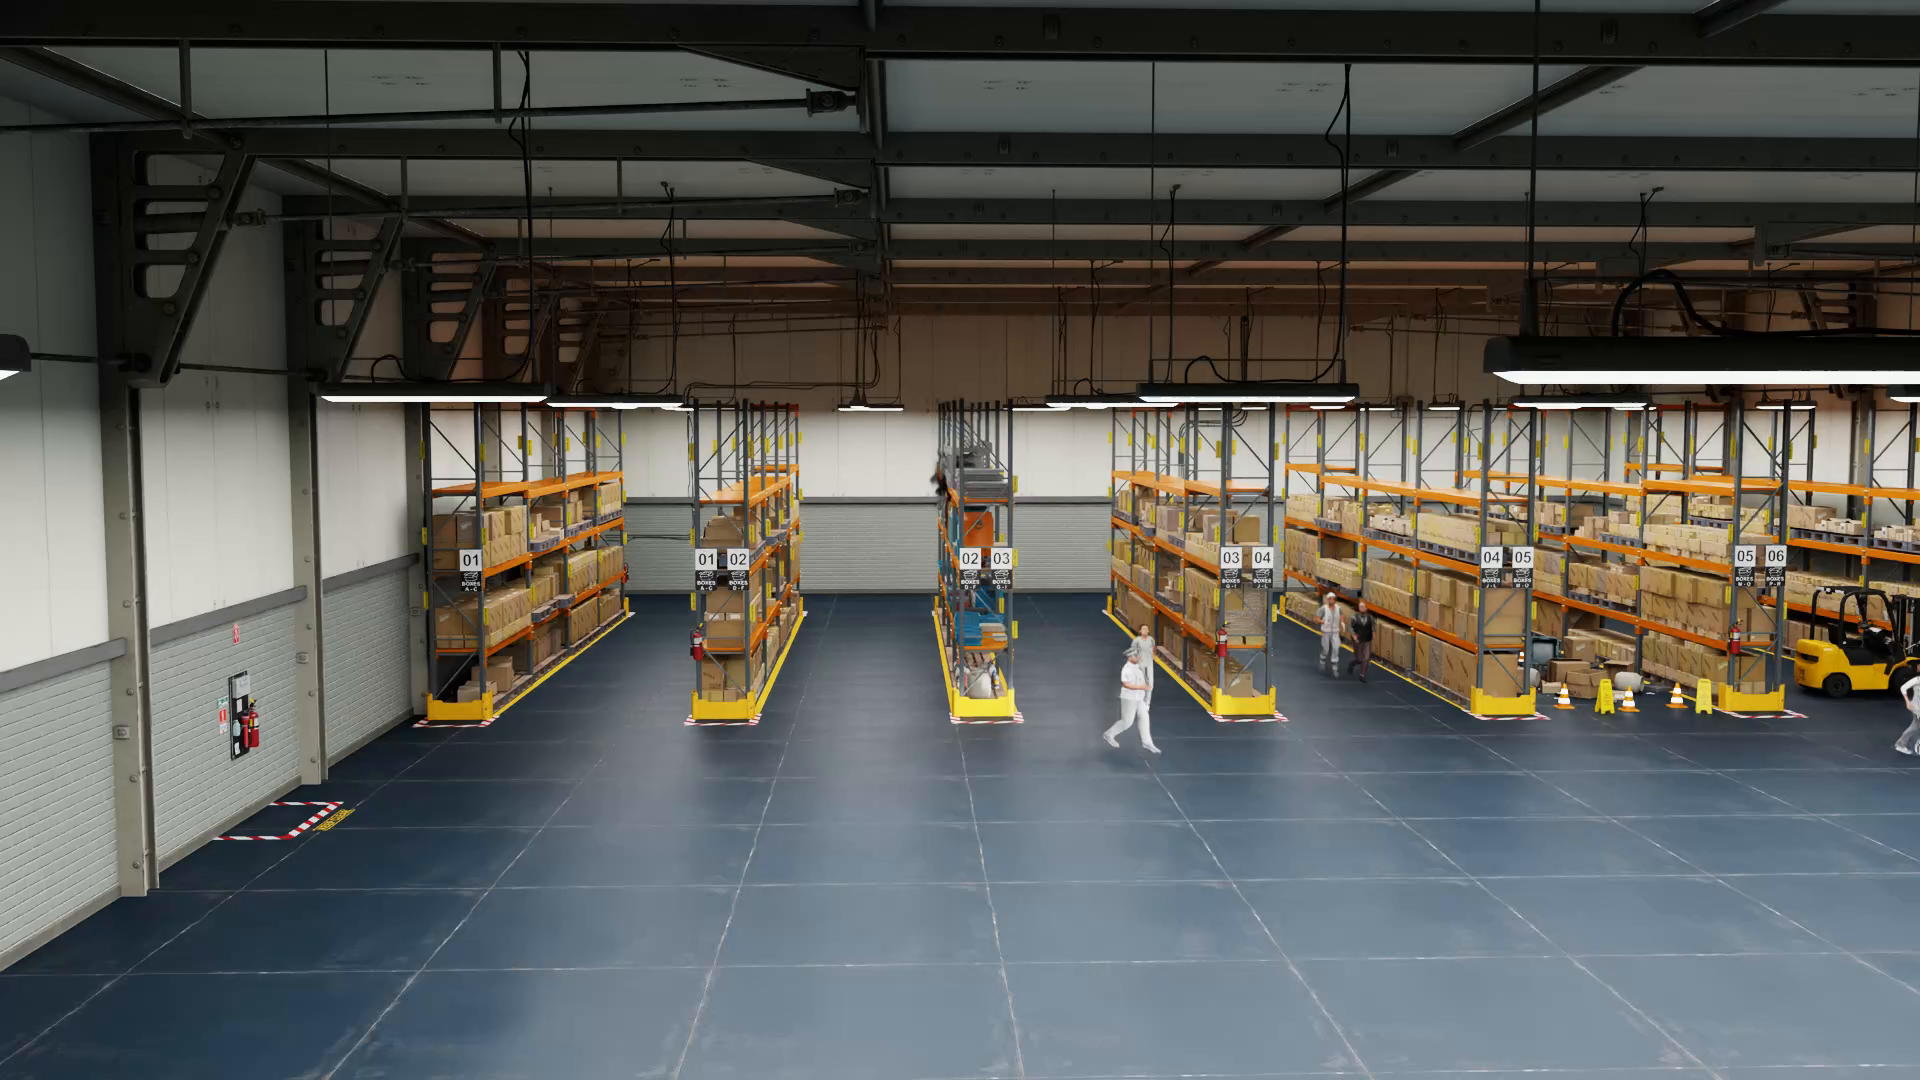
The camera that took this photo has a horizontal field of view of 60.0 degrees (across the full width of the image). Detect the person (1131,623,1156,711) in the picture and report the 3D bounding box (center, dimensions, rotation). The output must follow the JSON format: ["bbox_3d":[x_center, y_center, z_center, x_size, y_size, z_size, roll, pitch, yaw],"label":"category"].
[{"bbox_3d":[3.582,2.452,32.468,0.576,1.670,0.820,-1,4,-14],"label":"person"}]

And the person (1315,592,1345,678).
[{"bbox_3d":[8.125,2.051,36.485,0.682,1.820,0.865,0,4,-4],"label":"person"}]

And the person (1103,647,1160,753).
[{"bbox_3d":[2.910,2.696,28.158,0.980,1.803,0.673,2,5,24],"label":"person"}]

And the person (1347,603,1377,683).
[{"bbox_3d":[8.625,2.181,35.689,0.663,1.704,0.660,0,4,-3],"label":"person"}]

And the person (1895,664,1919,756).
[{"bbox_3d":[15.930,2.831,27.568,0.498,1.615,0.762,-4,6,-42],"label":"person"}]
